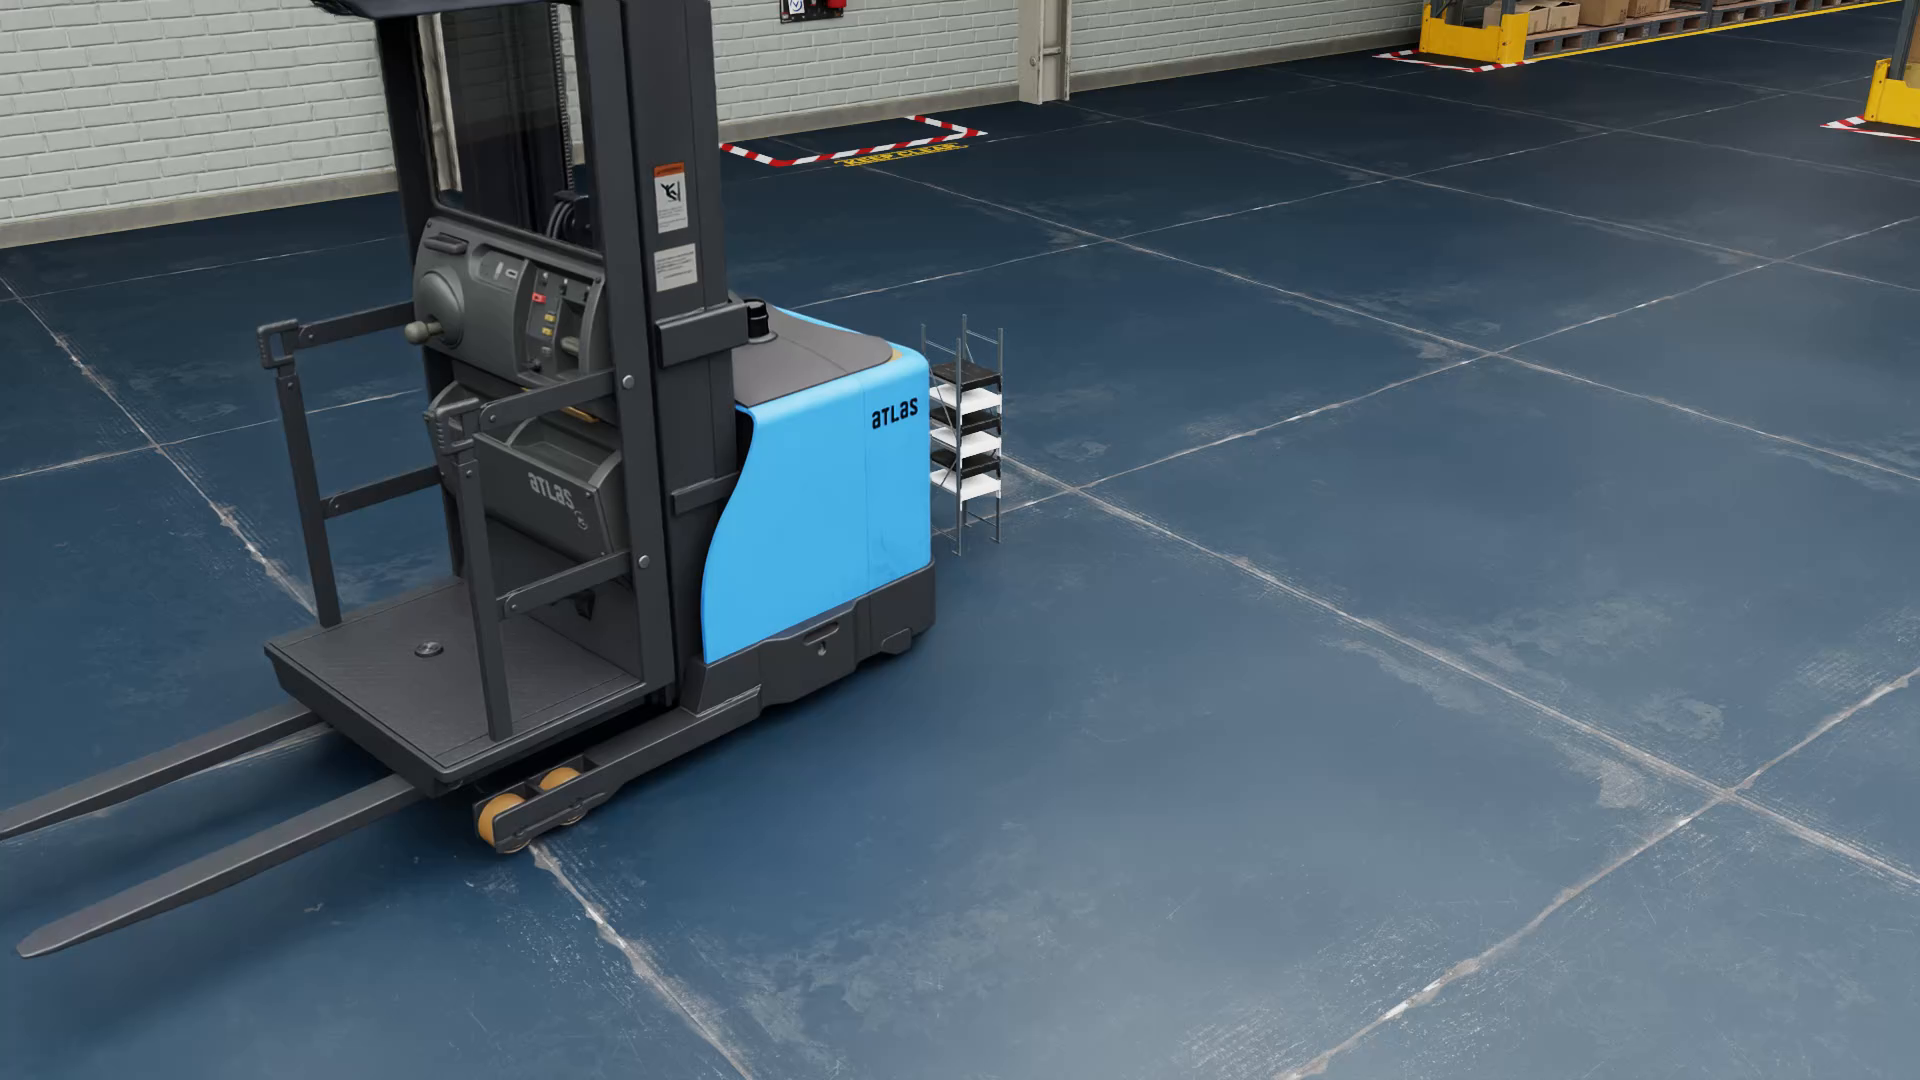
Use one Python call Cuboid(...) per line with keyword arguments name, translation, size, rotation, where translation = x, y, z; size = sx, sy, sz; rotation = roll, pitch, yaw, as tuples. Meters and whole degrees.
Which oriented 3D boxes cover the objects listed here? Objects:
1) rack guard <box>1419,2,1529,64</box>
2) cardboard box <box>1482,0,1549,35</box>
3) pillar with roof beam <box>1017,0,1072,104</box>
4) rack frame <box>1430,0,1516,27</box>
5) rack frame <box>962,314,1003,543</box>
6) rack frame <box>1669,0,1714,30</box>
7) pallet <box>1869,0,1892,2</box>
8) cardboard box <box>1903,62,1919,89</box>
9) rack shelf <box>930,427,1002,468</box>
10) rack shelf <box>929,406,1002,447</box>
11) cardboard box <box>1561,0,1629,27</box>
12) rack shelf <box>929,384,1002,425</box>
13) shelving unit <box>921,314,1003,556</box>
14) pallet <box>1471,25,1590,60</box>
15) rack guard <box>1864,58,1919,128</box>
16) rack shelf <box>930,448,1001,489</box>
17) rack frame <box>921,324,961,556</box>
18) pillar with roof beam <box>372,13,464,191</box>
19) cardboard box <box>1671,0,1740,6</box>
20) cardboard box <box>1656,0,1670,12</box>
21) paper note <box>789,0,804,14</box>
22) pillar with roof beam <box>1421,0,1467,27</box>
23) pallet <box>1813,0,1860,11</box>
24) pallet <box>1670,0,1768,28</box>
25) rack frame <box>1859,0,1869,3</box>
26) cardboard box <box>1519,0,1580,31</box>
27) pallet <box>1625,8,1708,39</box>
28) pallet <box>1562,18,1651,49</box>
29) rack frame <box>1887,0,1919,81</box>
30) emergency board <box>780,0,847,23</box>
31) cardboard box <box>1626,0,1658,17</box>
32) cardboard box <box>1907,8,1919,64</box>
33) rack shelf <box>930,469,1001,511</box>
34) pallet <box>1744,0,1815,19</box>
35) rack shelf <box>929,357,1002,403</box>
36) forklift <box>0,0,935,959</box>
Cuboid(name="rack guard", translation=(5.551, -5.496, 17.999), size=(0.348, 0.500, 1.175), rotation=(-18, 31, -34))
Cuboid(name="cardboard box", translation=(6.091, -5.740, 18.227), size=(0.500, 0.311, 0.500), rotation=(-23, 33, -40))
Cuboid(name="pillar with roof beam", translation=(3.443, -6.815, 10.746), size=(0.400, 9.000, 9.100), rotation=(-18, 31, -34))
Cuboid(name="rack frame", translation=(5.491, -6.611, 17.431), size=(0.127, 3.000, 1.000), rotation=(-18, 31, -34))
Cuboid(name="rack frame", translation=(0.086, -0.437, 6.622), size=(0.006, 0.900, 0.240), rotation=(-18, 31, -34))
Cuboid(name="rack frame", translation=(8.639, -7.650, 19.670), size=(0.127, 3.000, 1.000), rotation=(-18, 31, -34))
Cuboid(name="pallet", translation=(12.454, -7.604, 22.883), size=(1.213, 0.211, 1.003), rotation=(-18, 31, -34))
Cuboid(name="cardboard box", translation=(8.791, -4.151, 14.898), size=(0.500, 0.250, 0.500), rotation=(-18, 31, -34))
Cuboid(name="rack shelf", translation=(0.006, -0.380, 6.579), size=(0.200, 0.077, 0.258), rotation=(-18, 31, -34))
Cuboid(name="rack shelf", translation=(0.006, -0.462, 6.541), size=(0.200, 0.077, 0.258), rotation=(-18, 31, -34))
Cuboid(name="cardboard box", translation=(7.148, -6.148, 18.881), size=(0.500, 0.500, 0.700), rotation=(-21, 32, -37))
Cuboid(name="rack shelf", translation=(0.006, -0.543, 6.503), size=(0.200, 0.077, 0.258), rotation=(-18, 31, -34))
Cuboid(name="shelving unit", translation=(0.006, -0.410, 6.565), size=(0.210, 0.900, 0.258), rotation=(-18, 31, -34))
Cuboid(name="pallet", translation=(6.212, -5.565, 18.490), size=(1.213, 0.211, 1.003), rotation=(-18, 31, -34))
Cuboid(name="rack guard", translation=(8.532, -3.830, 14.410), size=(0.348, 0.500, 1.175), rotation=(-18, 31, -34))
Cuboid(name="rack shelf", translation=(0.006, -0.298, 6.617), size=(0.200, 0.077, 0.258), rotation=(-18, 31, -34))
Cuboid(name="rack frame", translation=(-0.074, -0.384, 6.508), size=(0.006, 0.900, 0.240), rotation=(-18, 31, -34))
Cuboid(name="pillar with roof beam", translation=(-1.278, -5.257, 7.388), size=(0.400, 9.000, 9.100), rotation=(-18, 31, -34))
Cuboid(name="cardboard box", translation=(9.208, -6.912, 20.527), size=(0.500, 0.500, 0.700), rotation=(-17, 30, -32))
Cuboid(name="cardboard box", translation=(8.237, -6.415, 19.853), size=(0.380, 0.166, 0.250), rotation=(22, 33, 39))
Cuboid(name="paper note", translation=(-1.363, -4.468, 13.861), size=(0.142, 0.148, 0.016), rotation=(-18, 31, -34))
Cuboid(name="pillar with roof beam", translation=(8.165, -8.374, 14.104), size=(0.400, 9.000, 9.100), rotation=(-18, 31, -34))
Cuboid(name="pallet", translation=(11.171, -7.221, 22.059), size=(1.213, 0.211, 1.003), rotation=(-18, 31, -34))
Cuboid(name="pallet", translation=(9.251, -6.588, 20.693), size=(1.213, 0.211, 1.003), rotation=(-18, 31, -34))
Cuboid(name="rack frame", translation=(11.787, -8.689, 21.908), size=(0.127, 3.000, 1.000), rotation=(-18, 31, -34))
Cuboid(name="cardboard box", translation=(6.540, -5.889, 18.546), size=(0.500, 0.311, 0.500), rotation=(-15, 29, -30))
Cuboid(name="pallet", translation=(8.132, -6.199, 19.855), size=(1.213, 0.211, 1.003), rotation=(-18, 31, -34))
Cuboid(name="pallet", translation=(7.172, -5.880, 19.169), size=(1.213, 0.211, 1.003), rotation=(-18, 31, -34))
Cuboid(name="rack frame", translation=(8.551, -4.971, 13.897), size=(0.127, 3.000, 1.000), rotation=(-18, 31, -34))
Cuboid(name="emergency board", translation=(-1.181, -4.891, 13.726), size=(0.643, 1.169, 0.194), rotation=(-18, 31, -34))
Cuboid(name="cardboard box", translation=(7.847, -6.433, 19.494), size=(0.500, 0.500, 0.500), rotation=(-21, 32, -38))
Cuboid(name="cardboard box", translation=(8.789, -4.492, 14.742), size=(0.500, 0.500, 0.500), rotation=(-18, 31, -34))
Cuboid(name="rack shelf", translation=(0.006, -0.217, 6.655), size=(0.200, 0.077, 0.258), rotation=(-18, 31, -34))
Cuboid(name="pallet", translation=(10.211, -6.906, 21.380), size=(1.213, 0.211, 1.003), rotation=(-18, 31, -34))
Cuboid(name="rack shelf", translation=(0.006, -0.625, 6.465), size=(0.200, 0.077, 0.258), rotation=(-18, 31, -34))
Cuboid(name="forklift", translation=(-1.469, -0.670, 4.713), size=(1.130, 2.935, 3.031), rotation=(22, 33, 39))
